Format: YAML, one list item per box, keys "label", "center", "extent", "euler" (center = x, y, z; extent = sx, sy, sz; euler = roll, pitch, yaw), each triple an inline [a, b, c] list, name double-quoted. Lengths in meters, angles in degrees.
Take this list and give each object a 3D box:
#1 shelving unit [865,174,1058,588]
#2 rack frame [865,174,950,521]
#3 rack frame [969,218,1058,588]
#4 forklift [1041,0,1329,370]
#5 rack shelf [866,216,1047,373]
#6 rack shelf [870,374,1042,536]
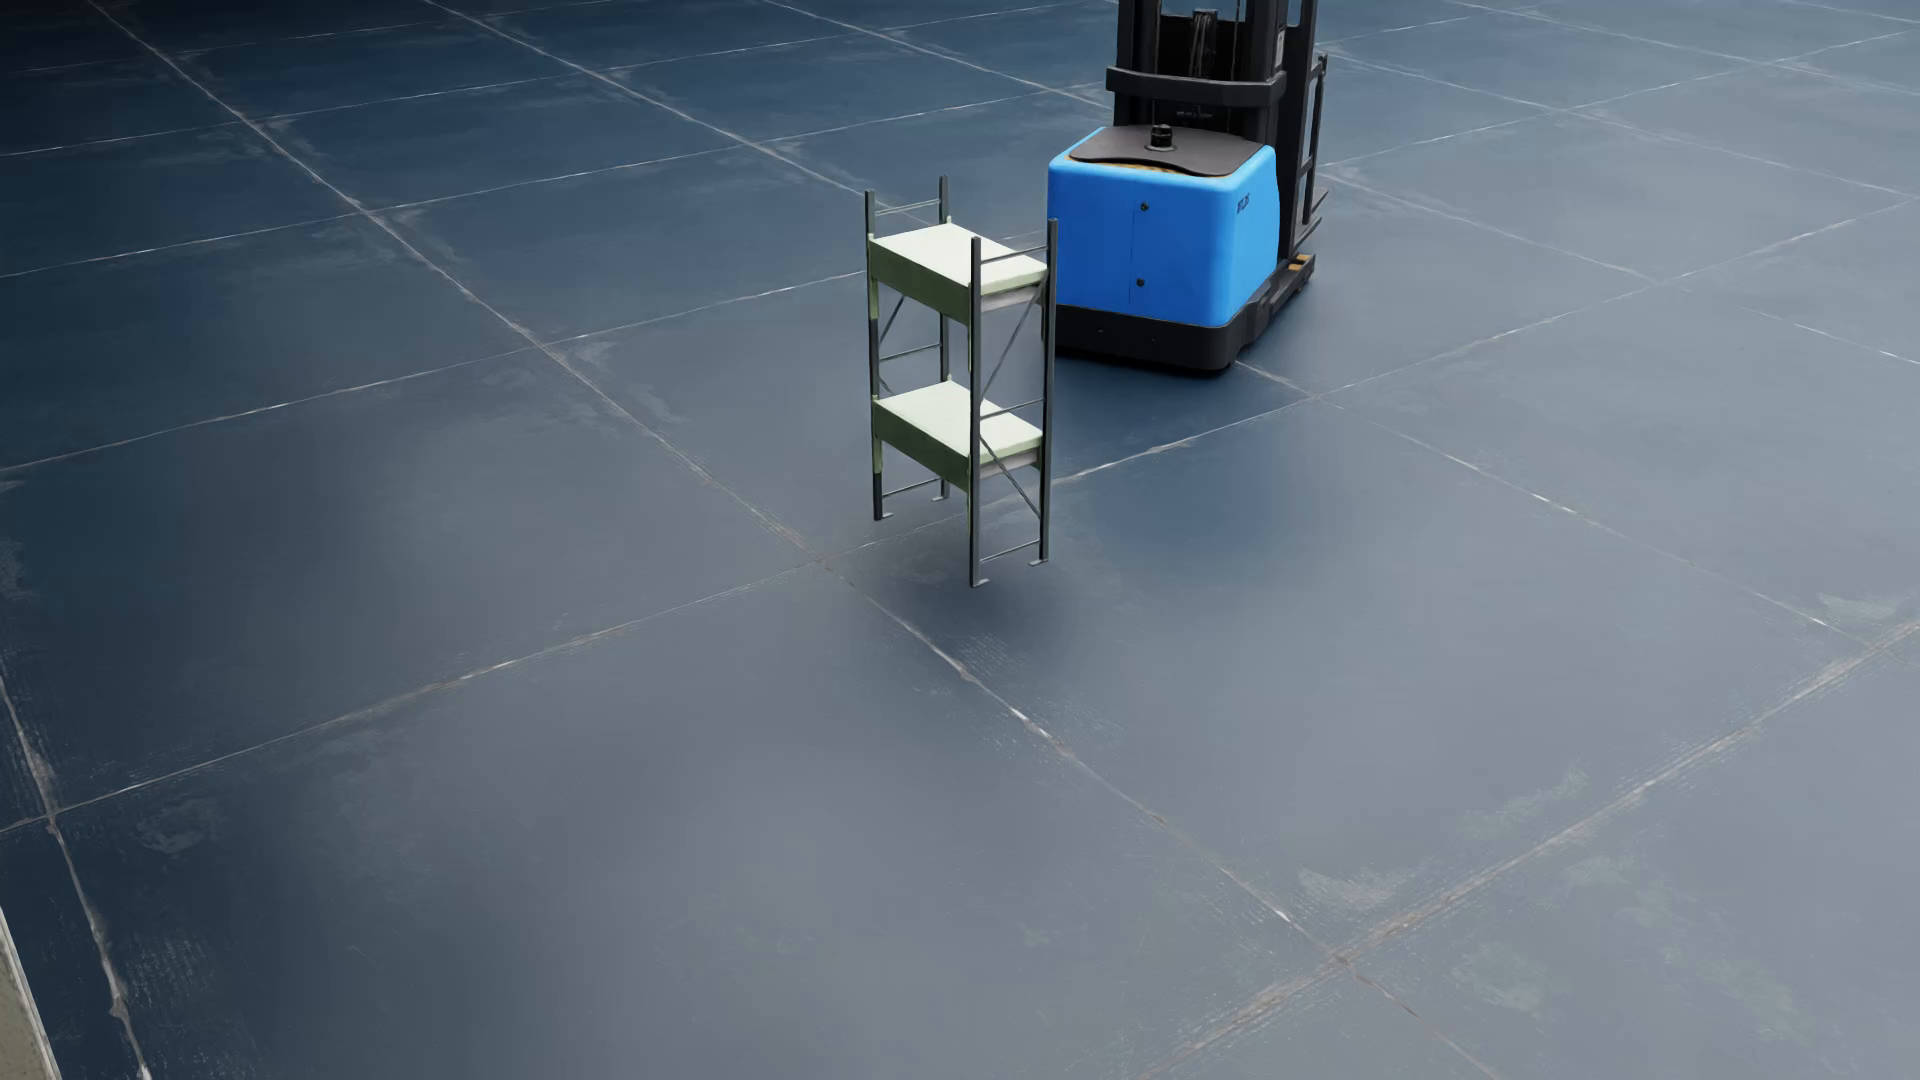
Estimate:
- label: "shelving unit"
  center: [-0.004, -0.662, 6.904]
  extent: [0.431, 1.500, 0.755]
  euler: [-19, 34, -31]
- label: "rack frame"
  center: [-0.216, -0.804, 7.166]
  extent: [0.400, 1.500, 0.023]
  euler: [-19, 34, -31]
- label: "rack frame"
  center: [0.208, -0.519, 6.642]
  extent: [0.400, 1.500, 0.023]
  euler: [-19, 34, -31]
- label: "forklift"
  center: [1.523, -2.861, 9.453]
  extent: [1.130, 2.935, 3.031]
  euler: [12, 31, 22]
- label: "rack shelf"
  center: [-0.004, -1.005, 6.718]
  extent: [0.431, 0.370, 0.720]
  euler: [-19, 34, -31]
- label: "rack shelf"
  center: [-0.004, -0.375, 7.059]
  extent: [0.431, 0.370, 0.720]
  euler: [-19, 34, -31]
